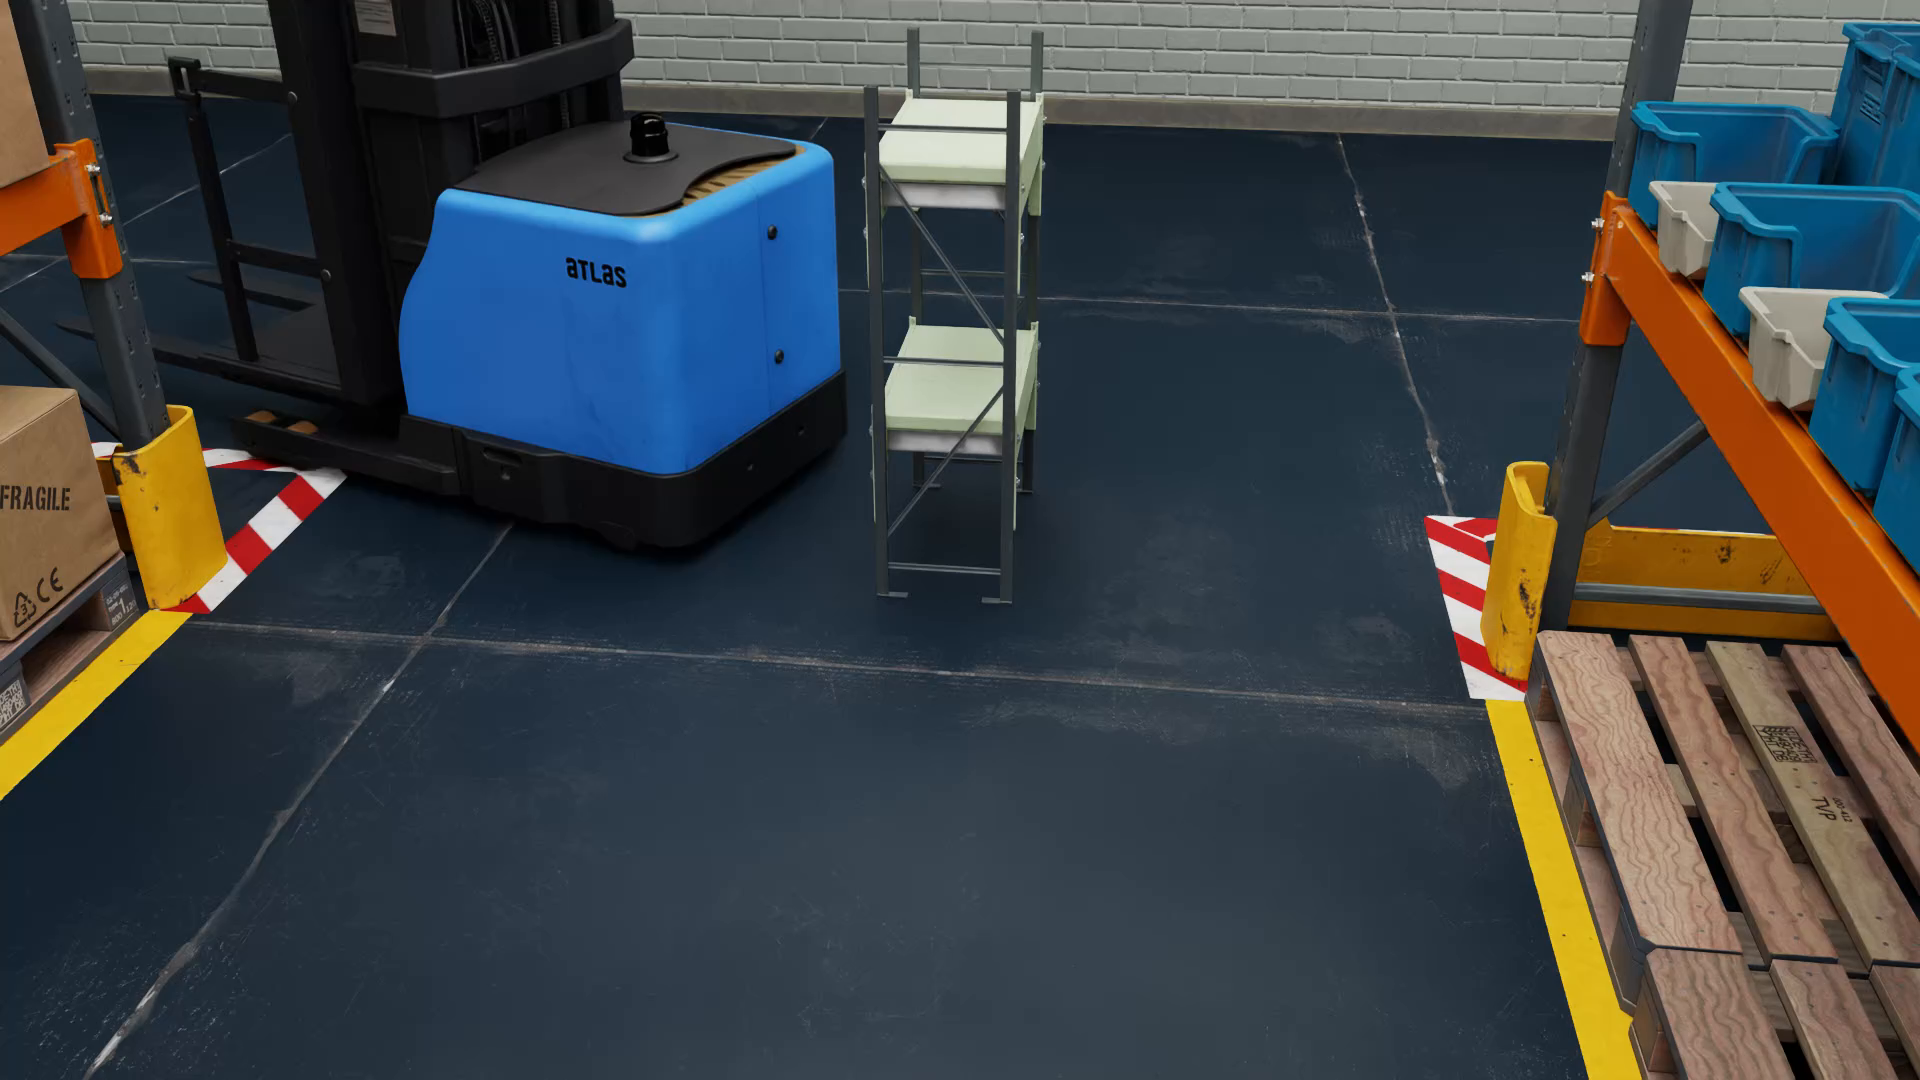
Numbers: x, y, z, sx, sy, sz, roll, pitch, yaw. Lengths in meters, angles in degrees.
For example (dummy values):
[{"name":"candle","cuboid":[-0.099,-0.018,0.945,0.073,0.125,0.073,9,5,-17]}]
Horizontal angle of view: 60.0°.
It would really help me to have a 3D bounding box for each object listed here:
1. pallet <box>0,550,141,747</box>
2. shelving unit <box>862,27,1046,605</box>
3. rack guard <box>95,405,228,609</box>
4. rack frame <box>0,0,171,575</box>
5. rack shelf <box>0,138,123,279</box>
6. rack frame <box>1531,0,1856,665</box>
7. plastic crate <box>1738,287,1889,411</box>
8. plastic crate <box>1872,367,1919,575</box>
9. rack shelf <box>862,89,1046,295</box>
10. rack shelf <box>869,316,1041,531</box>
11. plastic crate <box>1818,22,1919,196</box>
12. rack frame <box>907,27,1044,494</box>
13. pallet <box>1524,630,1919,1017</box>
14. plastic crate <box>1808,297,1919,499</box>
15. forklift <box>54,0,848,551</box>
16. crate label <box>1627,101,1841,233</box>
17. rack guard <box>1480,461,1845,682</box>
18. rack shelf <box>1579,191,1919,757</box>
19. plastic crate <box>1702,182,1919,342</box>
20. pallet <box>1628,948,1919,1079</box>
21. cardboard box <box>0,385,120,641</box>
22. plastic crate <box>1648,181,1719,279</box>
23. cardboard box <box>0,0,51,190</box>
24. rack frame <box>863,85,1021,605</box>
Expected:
[{"name":"pallet","cuboid":[-2.947,0.374,4.333,1.003,0.211,1.213,3,28,6]},{"name":"shelving unit","cuboid":[-0.001,-0.657,4.888,0.431,1.500,0.755,3,28,6]},{"name":"rack guard","cuboid":[-2.850,-0.128,4.961,1.175,0.500,0.348,3,28,6]},{"name":"rack frame","cuboid":[-2.841,-1.264,4.434,1.000,3.000,0.127,3,28,6]},{"name":"rack shelf","cuboid":[-3.086,-0.006,2.858,1.077,0.370,4.000,3,28,6]},{"name":"rack frame","cuboid":[2.075,-0.975,3.897,1.000,3.000,0.127,3,28,6]},{"name":"plastic crate","cuboid":[1.513,-0.323,2.901,0.250,0.136,0.298,3,28,6]},{"name":"plastic crate","cuboid":[1.520,-0.069,2.329,0.416,0.233,0.300,3,28,6]},{"name":"rack shelf","cuboid":[-0.001,-1.001,4.703,0.431,0.370,0.720,3,28,6]},{"name":"rack shelf","cuboid":[-0.001,-0.370,5.043,0.431,0.370,0.720,3,28,6]},{"name":"plastic crate","cuboid":[2.219,-0.848,3.562,0.616,0.435,0.499,3,28,6]},{"name":"rack frame","cuboid":[0.044,-0.829,5.208,0.400,1.500,0.023,3,28,6]},{"name":"pallet","cuboid":[1.935,0.639,3.842,1.003,0.211,1.213,3,28,6]},{"name":"plastic crate","cuboid":[1.557,-0.211,2.592,0.416,0.233,0.300,3,28,6]},{"name":"forklift","cuboid":[-1.942,-1.734,5.378,3.031,2.935,1.130,14,31,24]},{"name":"crate label","cuboid":[1.718,-0.830,3.742,0.416,0.233,0.303,3,28,6]},{"name":"rack guard","cuboid":[2.065,0.114,4.512,1.175,0.500,0.348,3,28,6]},{"name":"rack shelf","cuboid":[1.830,0.283,2.320,1.077,0.370,4.000,3,28,6]},{"name":"plastic crate","cuboid":[1.637,-0.521,3.167,0.416,0.233,0.300,3,28,6]},{"name":"pallet","cuboid":[1.783,1.211,2.779,1.003,0.211,1.213,3,28,6]},{"name":"cardboard box","cuboid":[-2.663,-0.087,4.421,0.500,0.500,0.500,3,28,6]},{"name":"plastic crate","cuboid":[1.597,-0.642,3.494,0.250,0.136,0.298,3,28,6]},{"name":"cardboard box","cuboid":[-2.625,-1.082,3.990,0.500,0.500,0.500,4,29,8]},{"name":"rack frame","cuboid":[-0.046,-0.485,4.569,0.400,1.500,0.023,3,28,6]}]
